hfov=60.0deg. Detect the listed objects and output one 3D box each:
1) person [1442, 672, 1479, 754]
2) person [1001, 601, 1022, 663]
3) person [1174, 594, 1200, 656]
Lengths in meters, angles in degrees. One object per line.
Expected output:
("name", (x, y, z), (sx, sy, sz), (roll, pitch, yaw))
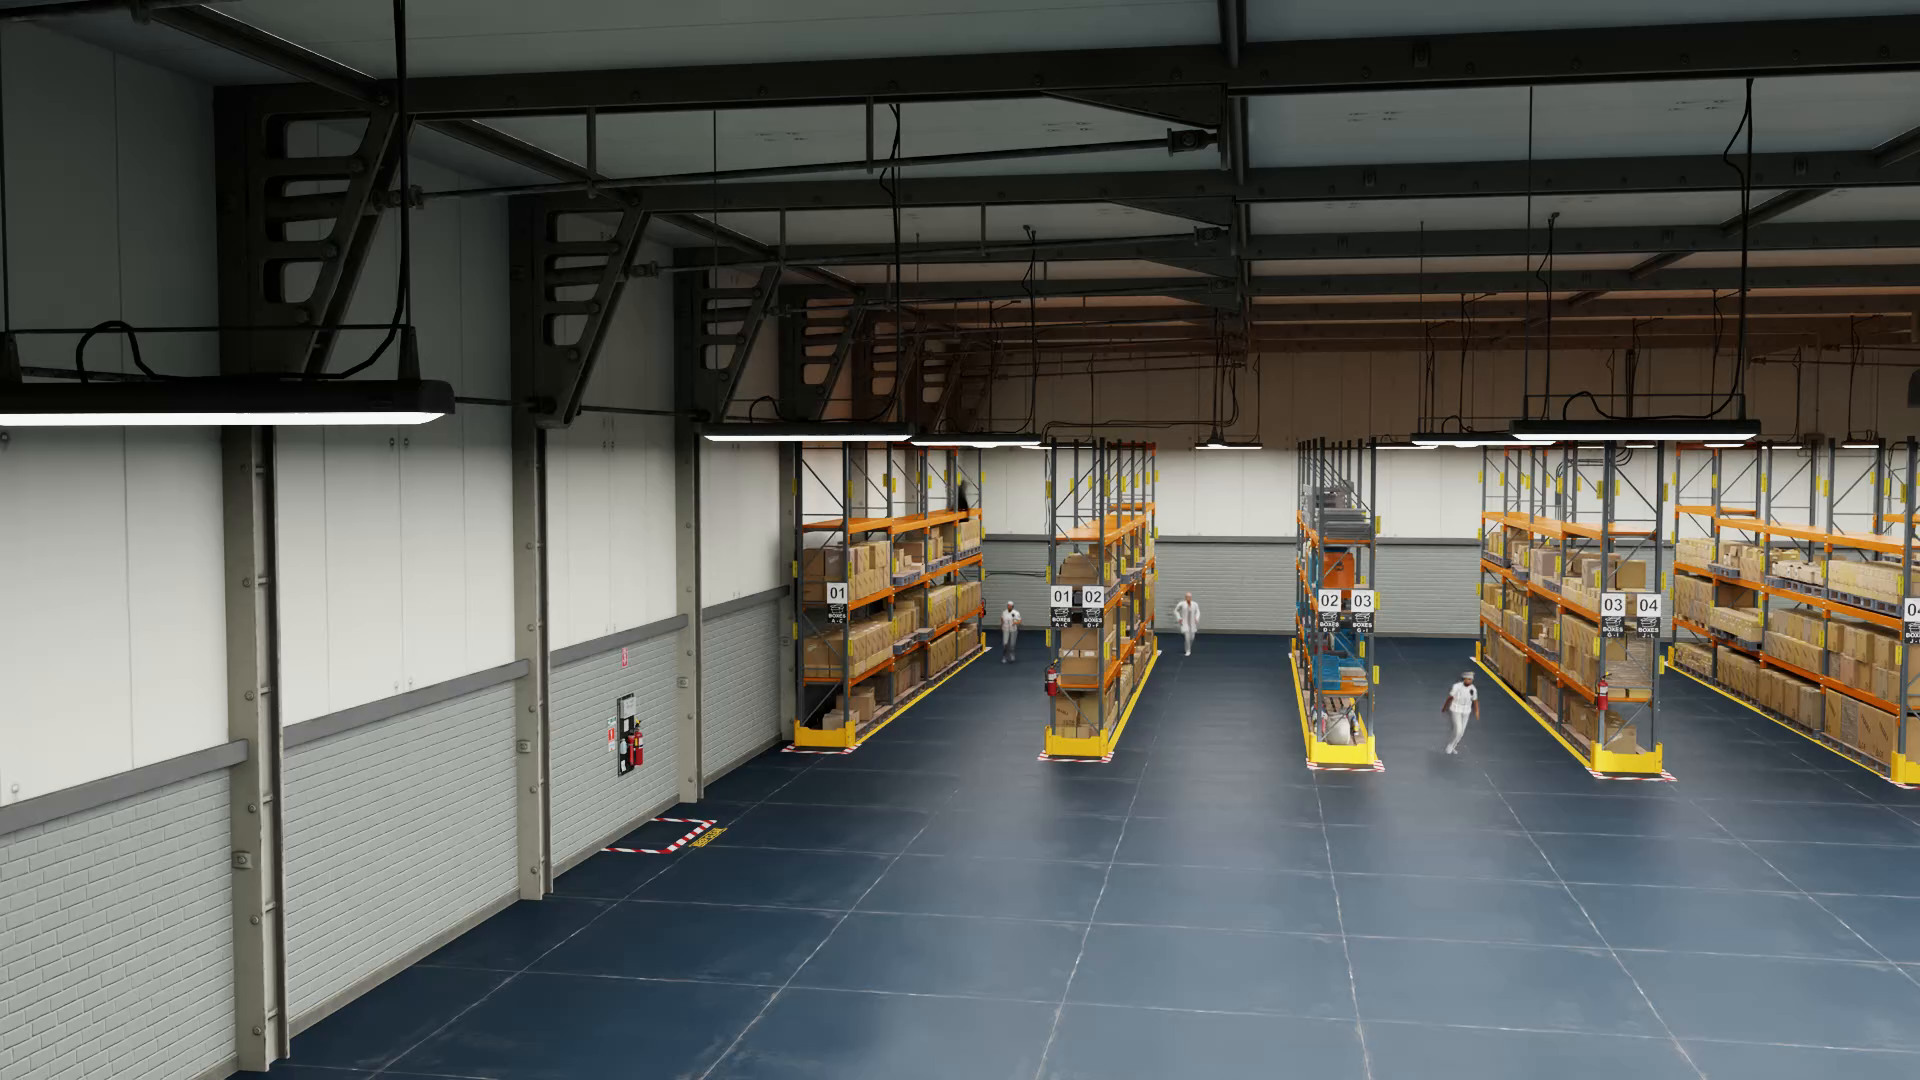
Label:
("person", (9.451, 3.255, 31.312), (0.556, 1.610, 0.711), (-1, 3, -10))
("person", (1.383, 2.515, 45.198), (0.589, 1.702, 0.711), (0, 3, 7))
("person", (6.409, 2.415, 46.988), (0.736, 1.659, 0.732), (0, 3, -9))
